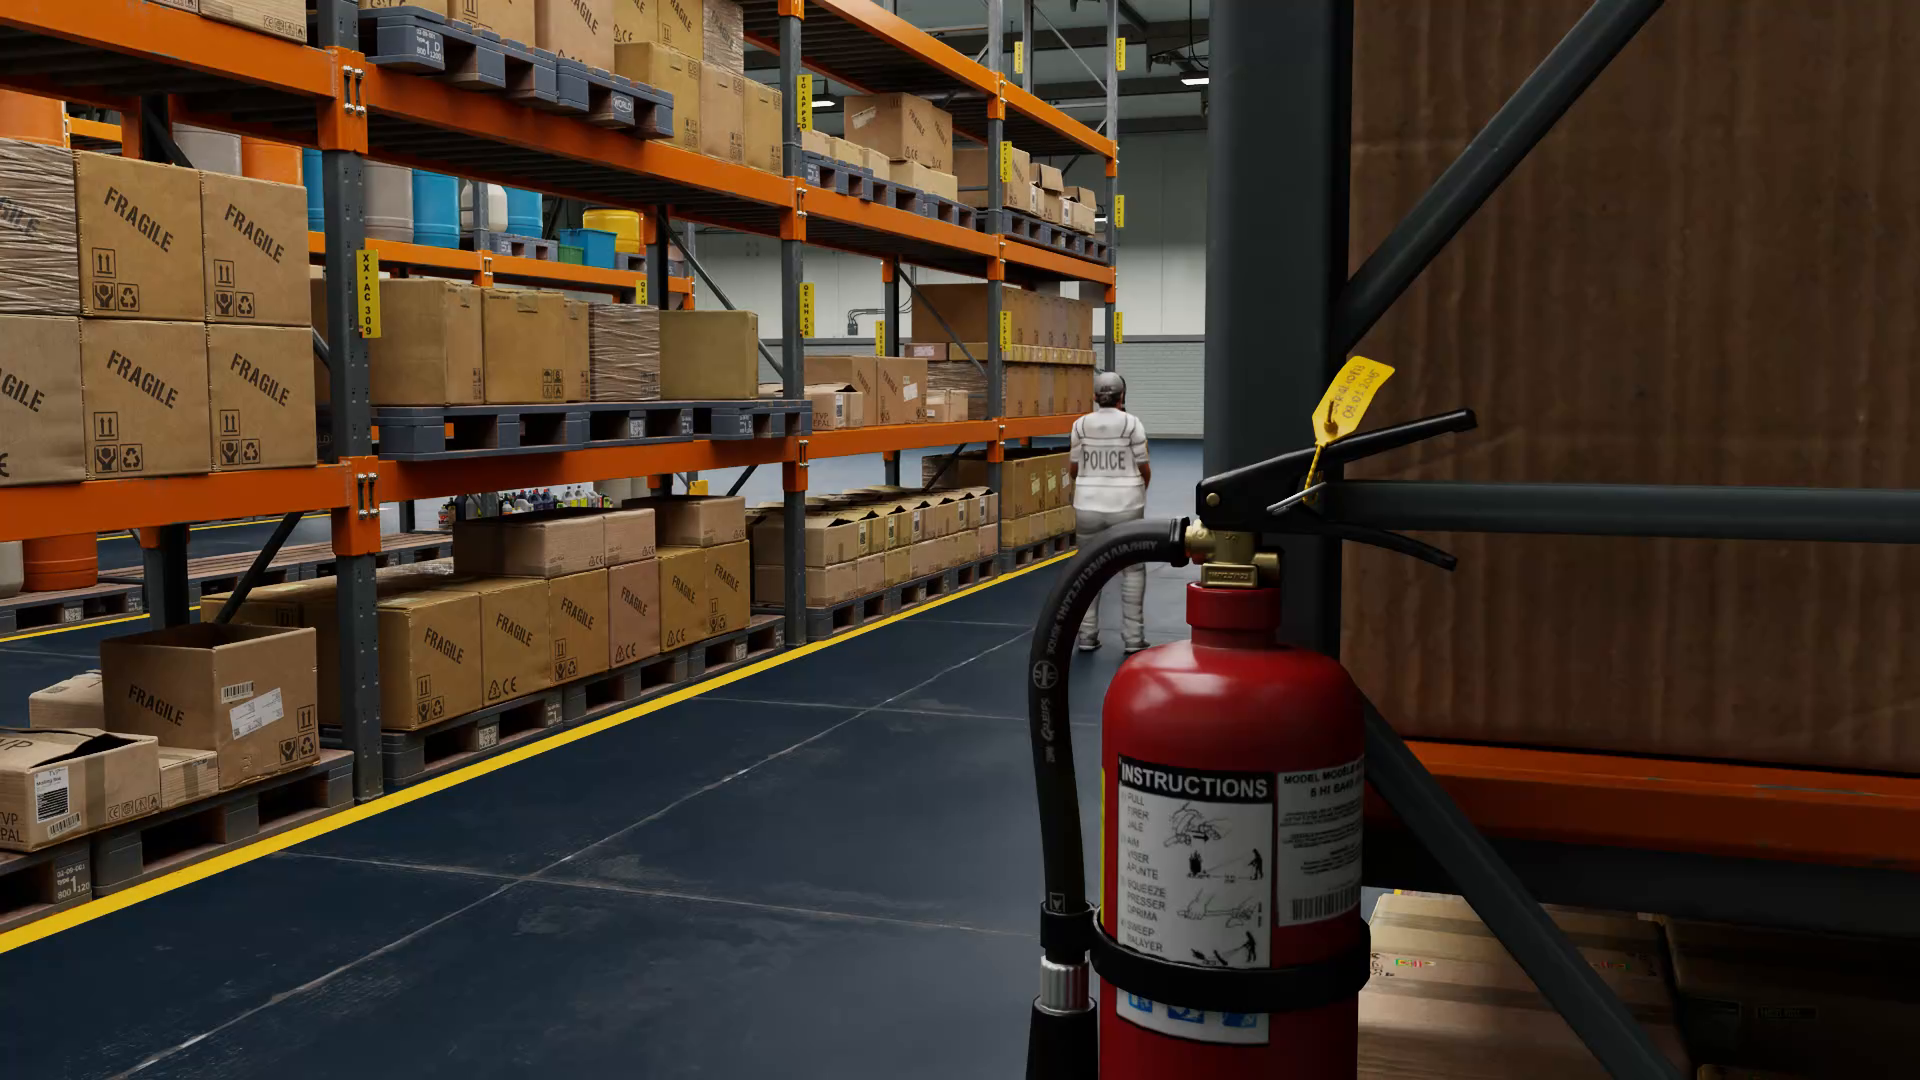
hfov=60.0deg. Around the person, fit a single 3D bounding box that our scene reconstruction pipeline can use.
[{"bbox_3d":[0.909,-0.168,9.997,0.493,1.671,0.490,2,6,18],"label":"person"}]
